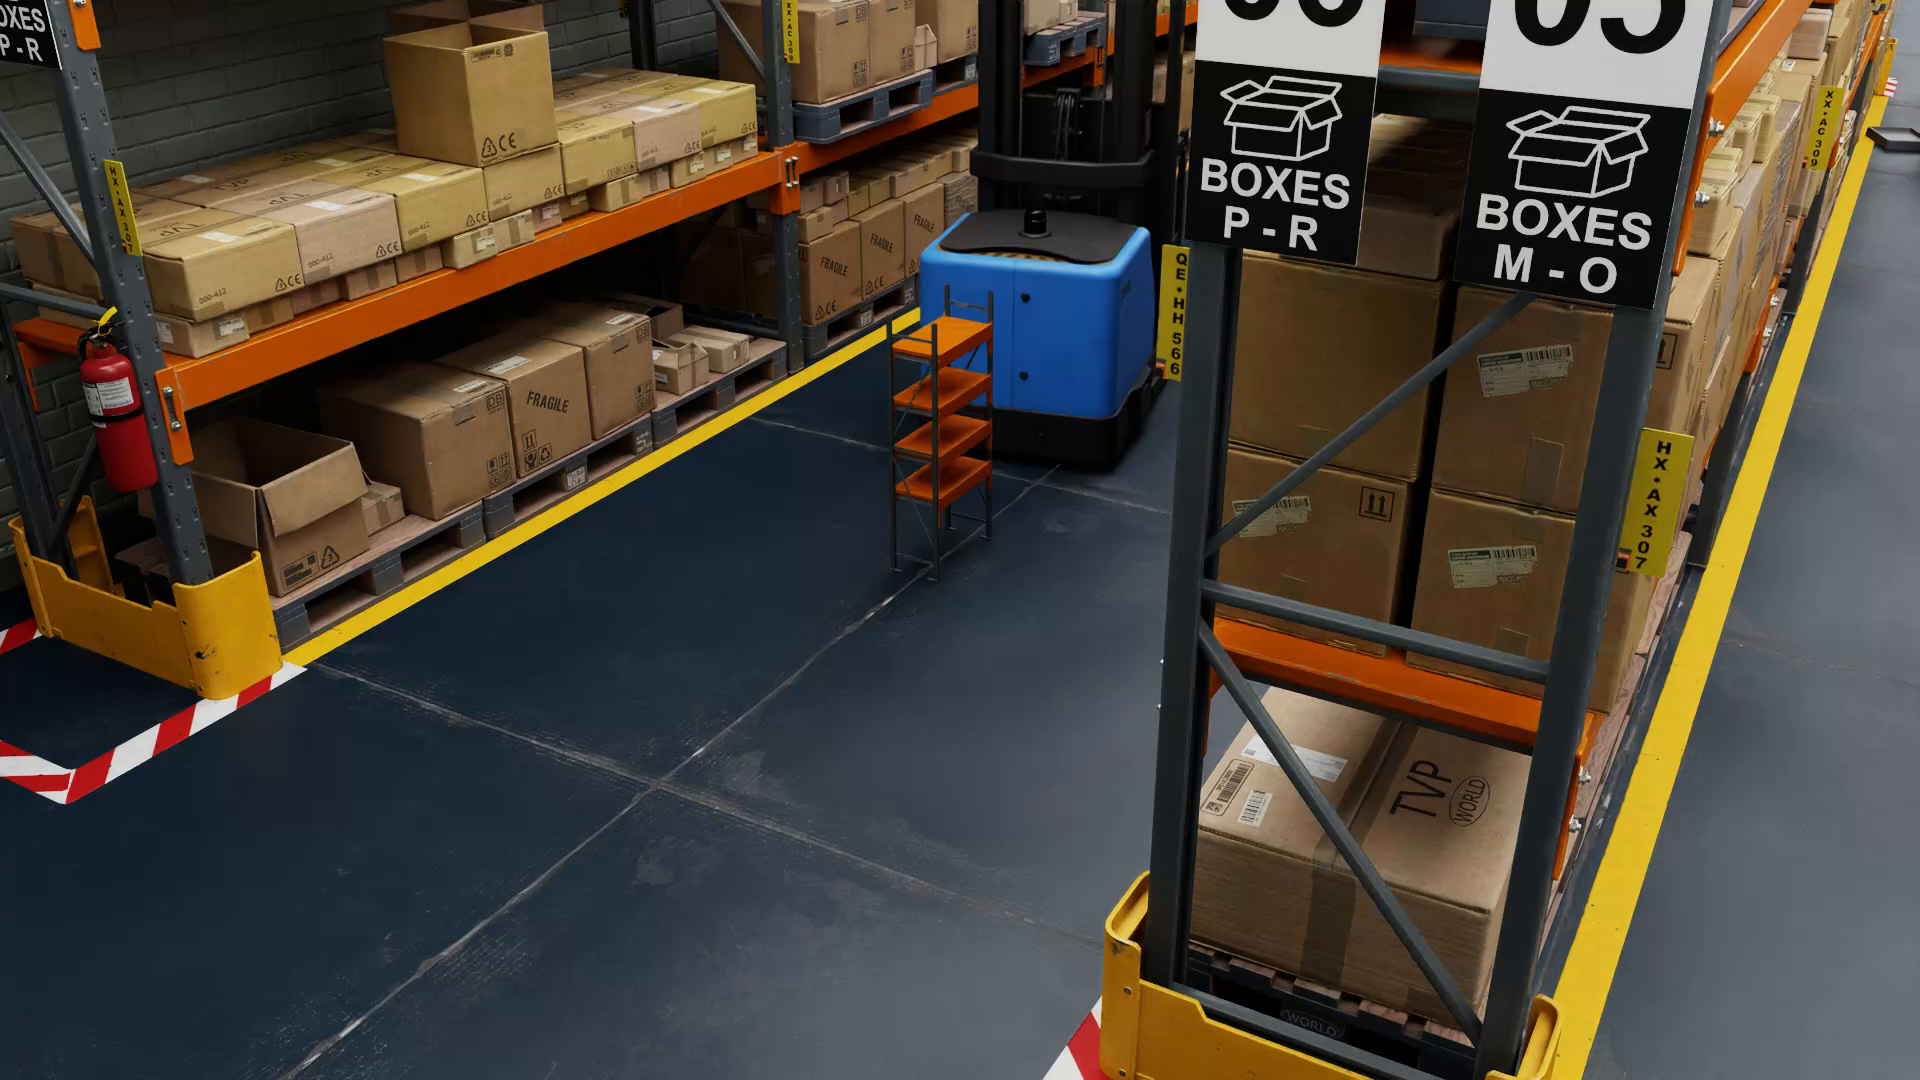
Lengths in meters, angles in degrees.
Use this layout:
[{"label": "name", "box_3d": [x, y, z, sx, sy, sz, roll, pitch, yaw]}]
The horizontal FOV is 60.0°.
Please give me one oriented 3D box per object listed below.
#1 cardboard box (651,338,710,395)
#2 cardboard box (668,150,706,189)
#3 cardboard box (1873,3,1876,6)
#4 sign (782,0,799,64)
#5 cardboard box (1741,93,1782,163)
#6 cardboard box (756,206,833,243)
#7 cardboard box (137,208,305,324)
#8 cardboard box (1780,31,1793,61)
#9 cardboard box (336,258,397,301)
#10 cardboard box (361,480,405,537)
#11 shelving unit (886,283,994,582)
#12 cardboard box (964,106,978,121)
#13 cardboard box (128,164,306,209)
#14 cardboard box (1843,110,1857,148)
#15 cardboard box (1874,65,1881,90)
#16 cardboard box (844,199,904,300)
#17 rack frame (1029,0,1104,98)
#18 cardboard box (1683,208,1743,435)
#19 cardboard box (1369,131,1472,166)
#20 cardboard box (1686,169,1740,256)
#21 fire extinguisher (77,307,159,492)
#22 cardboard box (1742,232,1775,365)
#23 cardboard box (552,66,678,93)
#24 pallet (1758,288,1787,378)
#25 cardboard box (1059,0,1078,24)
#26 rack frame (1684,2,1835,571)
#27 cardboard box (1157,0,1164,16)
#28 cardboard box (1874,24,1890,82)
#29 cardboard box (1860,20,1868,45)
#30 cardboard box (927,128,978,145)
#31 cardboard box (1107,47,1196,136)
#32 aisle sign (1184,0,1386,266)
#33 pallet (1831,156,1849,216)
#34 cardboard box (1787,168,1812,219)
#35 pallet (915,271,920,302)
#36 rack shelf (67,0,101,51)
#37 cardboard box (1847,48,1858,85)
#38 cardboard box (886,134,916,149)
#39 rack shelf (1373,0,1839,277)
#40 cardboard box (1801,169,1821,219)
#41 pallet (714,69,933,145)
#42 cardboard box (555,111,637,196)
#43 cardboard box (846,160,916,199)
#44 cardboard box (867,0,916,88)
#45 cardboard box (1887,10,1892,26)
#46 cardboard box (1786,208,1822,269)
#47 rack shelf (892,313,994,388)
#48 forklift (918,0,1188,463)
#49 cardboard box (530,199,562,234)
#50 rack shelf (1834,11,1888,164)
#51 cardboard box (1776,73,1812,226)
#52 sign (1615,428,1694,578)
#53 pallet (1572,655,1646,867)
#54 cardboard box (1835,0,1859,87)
[{"label": "cardboard box", "box_3d": [-1.571, -0.973, 8.927, 0.396, 0.266, 0.258, 15, 30, 28]}, {"label": "cardboard box", "box_3d": [-1.530, -1.923, 8.522, 0.380, 0.149, 0.250, 15, 30, 27]}, {"label": "cardboard box", "box_3d": [6.095, -3.992, 11.461, 0.500, 0.500, 0.500, 13, 29, 24]}, {"label": "sign", "box_3d": [-0.901, -2.699, 8.824, 0.100, 0.325, 0.005, 14, 30, 26]}, {"label": "cardboard box", "box_3d": [2.193, -1.232, 4.908, 0.380, 0.149, 0.250, 13, 30, 25]}, {"label": "cardboard box", "box_3d": [-0.969, -1.870, 9.733, 0.380, 0.149, 0.250, 16, 31, 28]}, {"label": "cardboard box", "box_3d": [-2.887, -1.053, 6.338, 0.500, 0.250, 0.500, 14, 30, 26]}, {"label": "cardboard box", "box_3d": [2.847, -1.850, 6.141, 0.380, 0.149, 0.250, 15, 30, 27]}, {"label": "cardboard box", "box_3d": [-2.583, -1.129, 6.936, 0.380, 0.149, 0.250, 15, 30, 28]}, {"label": "cardboard box", "box_3d": [-2.719, -0.157, 7.429, 0.380, 0.149, 0.250, 13, 29, 24]}, {"label": "shelving unit", "box_3d": [-0.081, -0.472, 7.353, 0.258, 1.200, 0.503, 14, 30, 26]}, {"label": "cardboard box", "box_3d": [-0.092, -3.115, 12.221, 0.380, 0.149, 0.250, 15, 30, 28]}, {"label": "cardboard box", "box_3d": [-3.095, -1.374, 6.979, 0.500, 0.250, 0.500, 14, 30, 26]}, {"label": "cardboard box", "box_3d": [6.626, -3.262, 13.383, 0.950, 0.372, 0.625, 15, 30, 27]}, {"label": "cardboard box", "box_3d": [8.424, -4.397, 15.786, 0.500, 0.250, 0.500, 14, 30, 26]}, {"label": "cardboard box", "box_3d": [-0.690, -1.847, 10.412, 0.500, 0.500, 0.500, 14, 30, 25]}, {"label": "rack frame", "box_3d": [0.590, -3.987, 12.364, 1.000, 3.000, 0.127, 14, 30, 26]}, {"label": "cardboard box", "box_3d": [1.710, -0.597, 4.363, 0.500, 0.500, 0.500, 13, 30, 25]}, {"label": "cardboard box", "box_3d": [1.138, -0.967, 4.378, 0.380, 0.149, 0.250, 14, 30, 26]}, {"label": "cardboard box", "box_3d": [1.688, -0.831, 4.106, 0.380, 0.149, 0.250, 15, 30, 28]}, {"label": "fire extinguisher", "box_3d": [-3.015, -0.509, 5.919, 0.296, 0.674, 0.183, 14, 30, 26]}, {"label": "cardboard box", "box_3d": [2.692, -0.943, 6.171, 0.500, 0.500, 0.500, 13, 30, 25]}, {"label": "cardboard box", "box_3d": [-1.856, -2.361, 8.951, 0.500, 0.250, 0.500, 14, 30, 26]}, {"label": "pallet", "box_3d": [4.460, -1.358, 10.227, 1.003, 0.211, 1.213, 14, 30, 26]}, {"label": "cardboard box", "box_3d": [0.601, -3.722, 11.647, 0.380, 0.149, 0.250, 15, 30, 27]}, {"label": "rack frame", "box_3d": [2.946, -1.337, 7.070, 1.000, 3.000, 0.127, 14, 30, 26]}, {"label": "cardboard box", "box_3d": [1.273, -4.234, 13.025, 0.500, 0.250, 0.500, 14, 30, 25]}, {"label": "cardboard box", "box_3d": [7.916, -4.332, 14.817, 0.500, 0.500, 0.500, 16, 31, 29]}, {"label": "cardboard box", "box_3d": [5.732, -3.359, 10.920, 0.380, 0.149, 0.250, 14, 30, 26]}, {"label": "cardboard box", "box_3d": [0.001, -2.703, 11.397, 0.380, 0.149, 0.250, 14, 30, 25]}, {"label": "cardboard box", "box_3d": [1.555, -3.872, 14.318, 0.875, 0.625, 0.625, 13, 29, 24]}, {"label": "aisle sign", "box_3d": [0.673, -0.981, 3.454, 0.394, 0.787, 0.004, 14, 30, 26]}, {"label": "pallet", "box_3d": [6.500, -2.904, 13.315, 1.003, 0.211, 1.213, 14, 30, 26]}, {"label": "cardboard box", "box_3d": [3.408, -1.603, 7.210, 0.500, 0.250, 0.500, 13, 30, 25]}, {"label": "pallet", "box_3d": [-0.411, -1.984, 11.478, 1.003, 0.211, 1.213, 14, 30, 26]}, {"label": "rack shelf", "box_3d": [-2.361, -2.669, 7.183, 1.077, 0.370, 4.000, 14, 30, 26]}, {"label": "cardboard box", "box_3d": [4.897, -2.808, 9.617, 0.500, 0.250, 0.500, 14, 30, 26]}, {"label": "cardboard box", "box_3d": [-0.527, -2.697, 11.386, 0.380, 0.149, 0.250, 14, 30, 26]}, {"label": "rack shelf", "box_3d": [1.962, -1.577, 5.002, 1.077, 0.370, 4.000, 14, 30, 26]}, {"label": "cardboard box", "box_3d": [3.911, -1.781, 8.125, 0.500, 0.250, 0.500, 14, 30, 26]}, {"label": "pallet", "box_3d": [-0.889, -2.630, 9.867, 1.003, 0.211, 1.213, 14, 30, 26]}, {"label": "cardboard box", "box_3d": [-1.906, -1.852, 7.935, 0.500, 0.250, 0.500, 14, 30, 26]}, {"label": "cardboard box", "box_3d": [-0.506, -2.296, 10.585, 0.380, 0.149, 0.250, 14, 30, 26]}, {"label": "cardboard box", "box_3d": [-0.690, -3.002, 9.815, 0.700, 0.500, 0.500, 15, 30, 27]}, {"label": "cardboard box", "box_3d": [7.902, -4.551, 14.530, 0.380, 0.149, 0.250, 16, 31, 29]}, {"label": "cardboard box", "box_3d": [5.200, -2.127, 11.114, 0.950, 0.372, 0.625, 12, 29, 23]}, {"label": "rack shelf", "box_3d": [-0.081, -0.823, 7.177, 0.258, 0.148, 0.480, 14, 30, 26]}, {"label": "forklift", "box_3d": [0.703, -2.336, 9.143, 1.130, 2.935, 3.031, 8, 28, 15]}, {"label": "cardboard box", "box_3d": [-2.089, -1.539, 7.754, 0.380, 0.149, 0.250, 14, 30, 26]}, {"label": "rack shelf", "box_3d": [5.898, -3.354, 11.902, 1.077, 0.370, 4.000, 14, 30, 26]}, {"label": "cardboard box", "box_3d": [2.698, -1.388, 5.943, 0.500, 0.500, 0.500, 14, 30, 25]}, {"label": "sign", "box_3d": [1.458, -0.076, 3.495, 0.100, 0.325, 0.005, 14, 30, 26]}, {"label": "pallet", "box_3d": [1.905, 0.666, 6.183, 1.003, 0.211, 1.213, 14, 30, 26]}, {"label": "cardboard box", "box_3d": [4.136, -2.539, 8.243, 0.500, 0.500, 0.500, 14, 30, 25]}]
